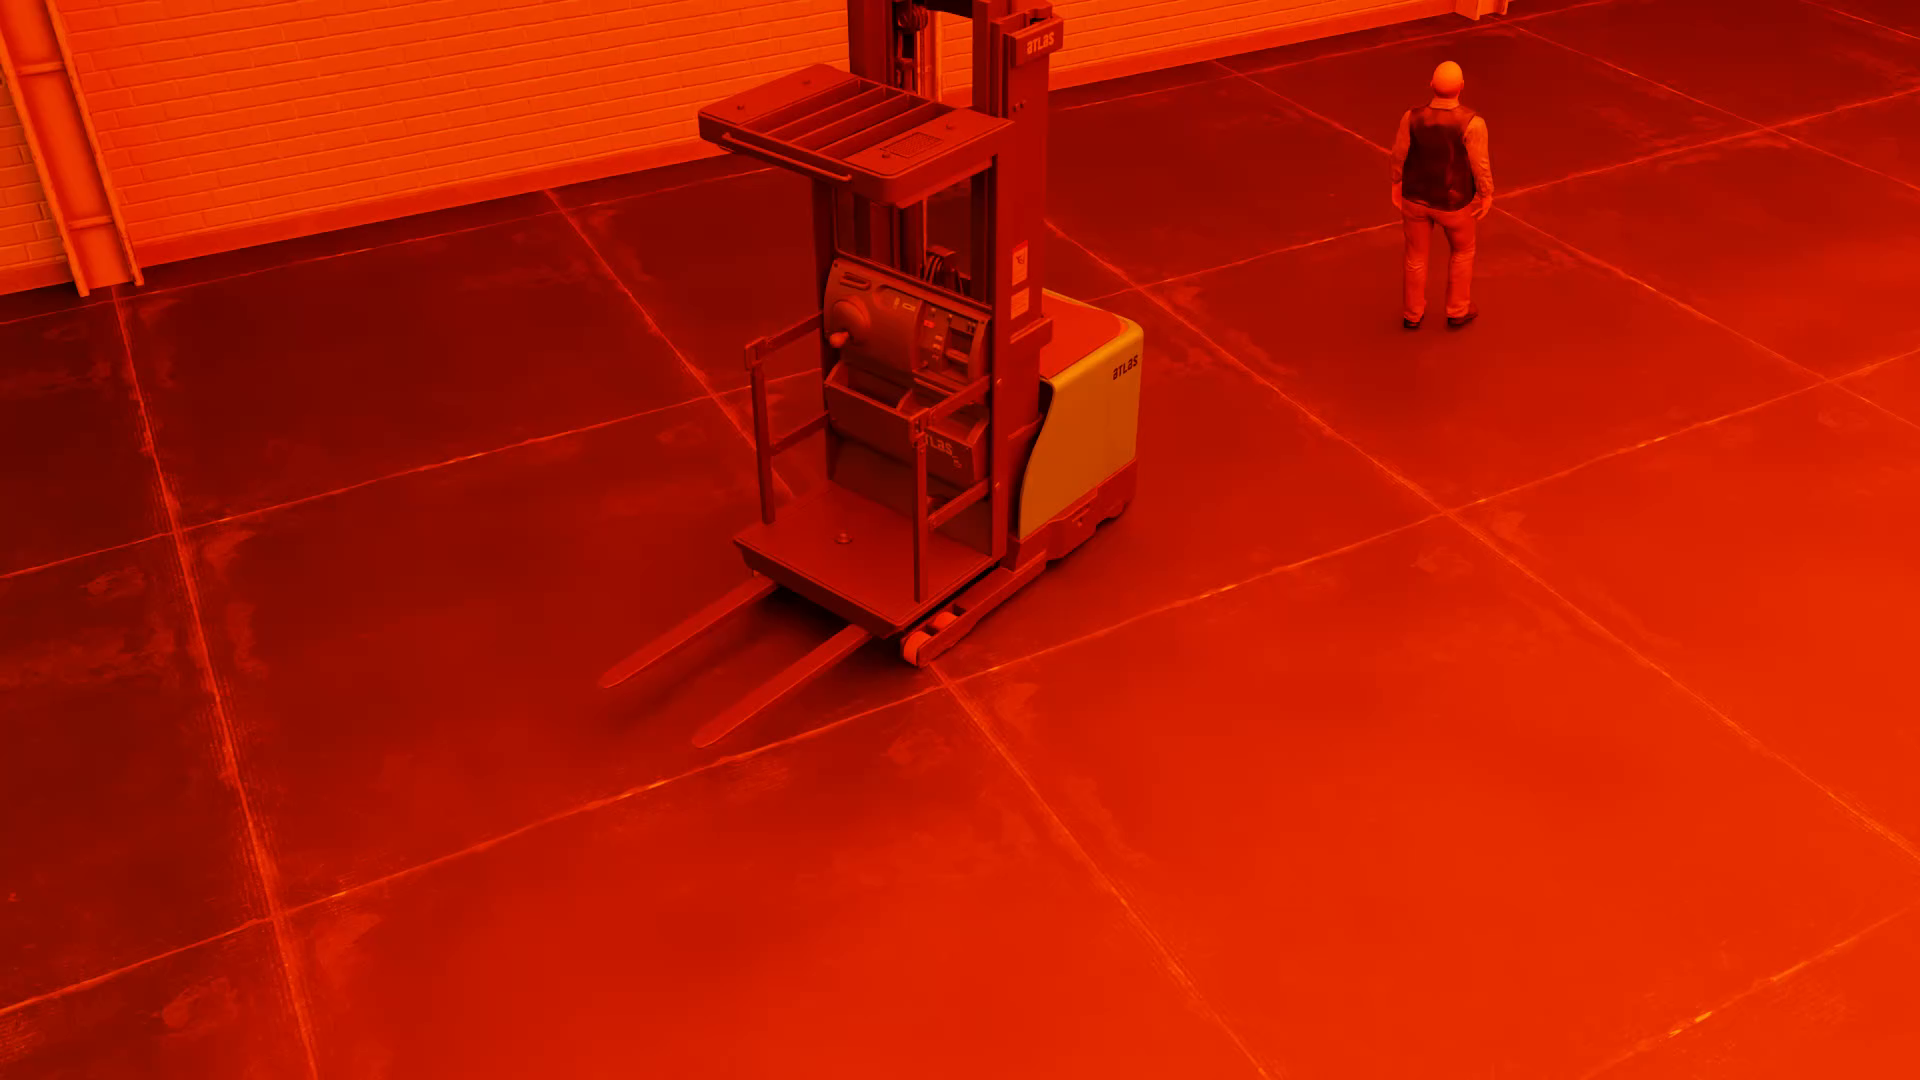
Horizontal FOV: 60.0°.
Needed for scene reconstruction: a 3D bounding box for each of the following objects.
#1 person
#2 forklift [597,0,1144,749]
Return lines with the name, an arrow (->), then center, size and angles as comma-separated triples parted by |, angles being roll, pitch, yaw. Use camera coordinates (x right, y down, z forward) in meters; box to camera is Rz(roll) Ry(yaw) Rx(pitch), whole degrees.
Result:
person -> 2.929, -2.096, 10.126 | 0.634, 1.718, 0.578 | 19, 39, 25
forklift -> -0.390, -0.927, 7.434 | 1.130, 2.935, 3.031 | 26, 43, 31
